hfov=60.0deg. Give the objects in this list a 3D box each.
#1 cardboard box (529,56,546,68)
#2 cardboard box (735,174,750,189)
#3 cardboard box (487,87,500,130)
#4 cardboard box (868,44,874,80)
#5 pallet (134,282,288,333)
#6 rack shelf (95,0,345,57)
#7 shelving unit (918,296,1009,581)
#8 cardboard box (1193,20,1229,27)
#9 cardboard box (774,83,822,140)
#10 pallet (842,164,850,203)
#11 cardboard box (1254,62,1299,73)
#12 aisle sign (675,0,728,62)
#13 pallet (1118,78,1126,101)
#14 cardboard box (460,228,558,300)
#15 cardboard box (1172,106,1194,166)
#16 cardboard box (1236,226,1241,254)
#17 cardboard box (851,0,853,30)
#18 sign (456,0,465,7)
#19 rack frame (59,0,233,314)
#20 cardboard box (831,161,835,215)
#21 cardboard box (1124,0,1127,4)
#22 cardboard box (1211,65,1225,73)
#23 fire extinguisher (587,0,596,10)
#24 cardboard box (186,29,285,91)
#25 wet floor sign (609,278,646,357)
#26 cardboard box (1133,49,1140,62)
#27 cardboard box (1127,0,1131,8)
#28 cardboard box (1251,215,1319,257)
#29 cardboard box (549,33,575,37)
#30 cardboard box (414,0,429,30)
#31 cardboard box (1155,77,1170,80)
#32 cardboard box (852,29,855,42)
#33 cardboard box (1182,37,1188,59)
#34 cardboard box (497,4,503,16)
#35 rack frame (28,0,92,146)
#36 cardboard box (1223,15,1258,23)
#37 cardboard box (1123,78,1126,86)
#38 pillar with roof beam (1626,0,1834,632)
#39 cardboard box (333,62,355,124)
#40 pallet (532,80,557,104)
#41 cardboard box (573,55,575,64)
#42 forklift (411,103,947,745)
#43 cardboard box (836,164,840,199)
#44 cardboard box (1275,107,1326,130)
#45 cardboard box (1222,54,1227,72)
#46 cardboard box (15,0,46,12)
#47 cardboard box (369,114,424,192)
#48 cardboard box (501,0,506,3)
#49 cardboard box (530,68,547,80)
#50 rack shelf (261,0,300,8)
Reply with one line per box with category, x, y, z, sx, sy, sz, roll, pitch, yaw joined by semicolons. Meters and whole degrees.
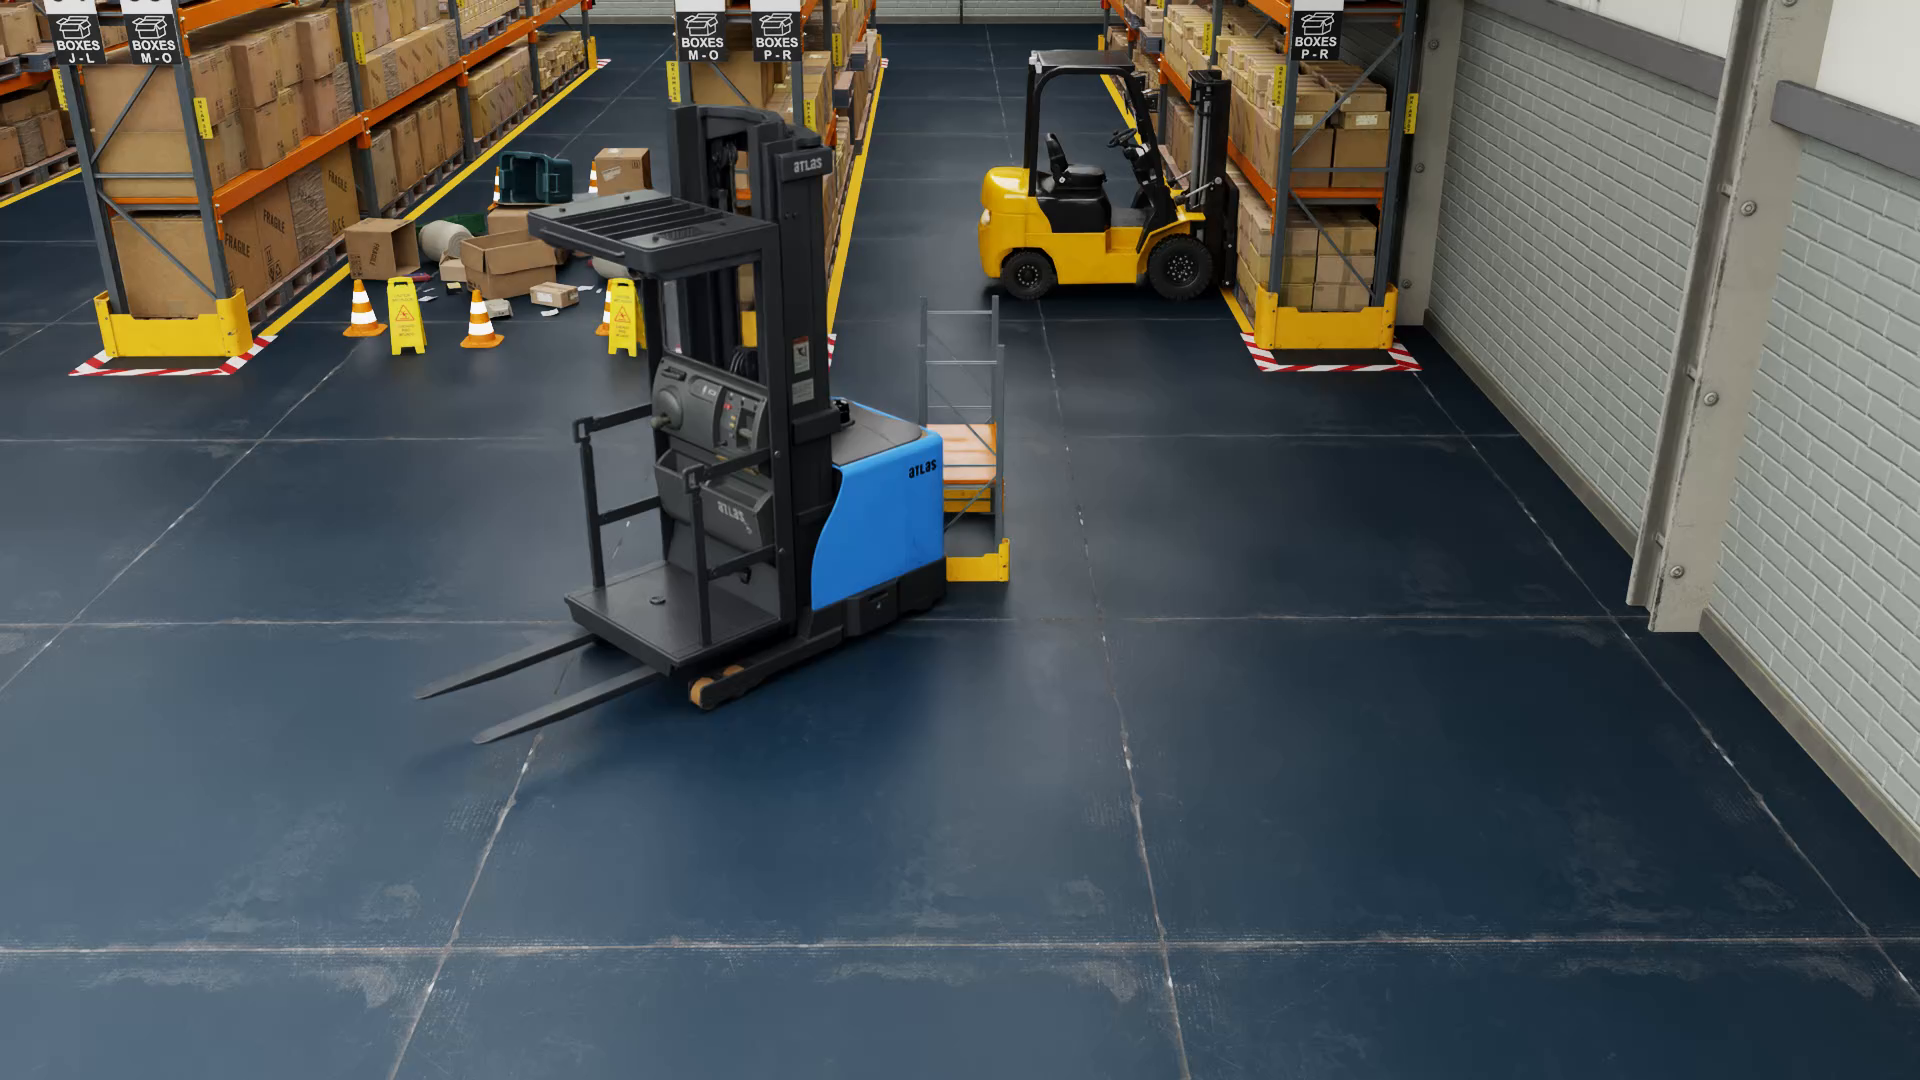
cardboard box;-6.608;-7.379;25.653;0.380;0.149;0.250;1;24;2
cardboard box;-2.006;-3.117;14.306;0.380;0.149;0.250;1;24;1
cardboard box;-6.586;-5.863;22.597;0.500;0.500;0.500;0;24;0
cardboard box;-1.829;-7.675;26.679;0.875;0.438;0.875;-1;24;-2
pallet;-6.824;-2.073;15.077;1.003;0.211;1.213;0;24;-1
rack shelf;-6.758;-4.877;15.127;1.077;0.370;4.000;0;24;-1
shelving unit;0.001;-0.652;10.371;0.587;1.500;1.083;0;24;-1
cardboard box;2.921;-5.968;19.398;0.380;0.149;0.250;0;24;-1
cardboard box;-1.532;-3.879;15.204;0.500;0.500;0.500;-1;24;-2
pallet;-1.858;-4.281;19.958;1.003;0.211;1.213;0;24;-1
cardboard box;2.938;-4.357;15.475;0.380;0.149;0.250;0;24;0
aisle sign;-2.077;-4.236;13.321;0.394;0.787;0.004;0;24;-1
pallet;3.038;-7.059;26.102;1.003;0.211;1.213;0;24;-1
cardboard box;-4.339;-2.653;16.005;0.797;0.503;0.637;-19;31;-36
cardboard box;3.096;-4.981;20.496;0.875;0.625;0.625;1;24;1
cardboard box;2.836;-2.887;15.713;0.500;0.250;0.500;-1;24;-2
cardboard box;-1.592;-6.561;20.625;0.500;0.500;0.500;-1;24;-2
sign;-6.269;-6.842;20.833;0.100;0.325;0.005;0;24;-1
rack frame;-6.737;-3.014;13.774;1.000;3.000;0.127;0;24;-1
cardboard box;-1.550;-3.554;16.886;0.500;0.500;0.500;0;24;0
cardboard box;2.737;-8.277;25.715;0.380;0.149;0.250;0;24;1
cardboard box;2.875;-4.612;17.185;0.500;0.500;0.500;-1;24;-2
fire extinguisher;-6.452;-9.508;28.679;0.296;0.674;0.183;0;24;-1
cardboard box;-6.806;-4.403;15.353;0.875;0.550;0.500;0;24;-1
wet floor sign;-2.856;-1.922;14.217;0.267;0.644;0.232;8;26;18
cardboard box;2.782;-7.246;24.867;0.380;0.149;0.250;1;24;2
cardboard box;2.826;-8.083;24.351;0.700;0.500;0.500;0;24;1
cardboard box;2.858;-2.684;14.659;0.500;0.250;0.500;1;24;1
cardboard box;-6.707;-8.450;28.021;0.380;0.149;0.250;0;24;0
cardboard box;-6.822;-6.418;19.967;0.700;0.500;0.500;-1;24;-1
cardboard box;2.837;-6.170;22.488;0.380;0.149;0.250;-1;24;-2
cardboard box;-1.629;-6.509;21.684;0.500;0.250;0.500;-1;24;-1
cardboard box;2.871;-5.741;19.380;0.500;0.250;0.500;0;24;0
cardboard box;-6.650;-7.445;23.367;0.380;0.149;0.250;-1;24;-3
rack frame;-11.785;-6.330;21.106;1.000;3.000;0.127;0;24;-1
cardboard box;3.348;-6.183;19.873;0.380;0.149;0.250;0;24;-1
cardboard box;2.745;-7.167;25.907;0.380;0.149;0.250;-1;24;-2
pillar with roof beam;-0.170;-3.635;7.866;9.100;9.000;0.400;0;24;-1
cardboard box;-6.764;-4.579;17.052;0.875;0.550;0.550;0;24;-1
pallet;-6.910;-6.965;25.894;1.003;0.211;1.213;0;24;-1
cardboard box;-6.676;-8.069;27.901;0.380;0.149;0.250;0;24;-1
forklift;-1.484;-0.681;8.700;3.031;2.935;1.130;-22;32;-40
cardboard box;-1.840;-3.936;18.493;0.950;0.372;0.625;0;24;0
cardboard box;2.891;-3.585;14.127;0.380;0.149;0.250;0;24;0
cardboard box;2.876;-4.852;16.930;0.380;0.149;0.250;0;24;1
cardboard box;-11.776;-7.134;21.545;0.797;0.503;0.637;1;24;1
cardboard box;-6.884;-4.482;19.240;1.050;0.750;0.750;0;24;-1
cardboard box;-6.654;-7.685;23.536;0.380;0.149;0.250;-1;24;-2
cardboard box;-6.552;-7.138;25.481;0.380;0.149;0.250;1;24;2
rack shelf;-11.850;-8.475;26.721;1.077;0.370;4.000;0;24;-1
